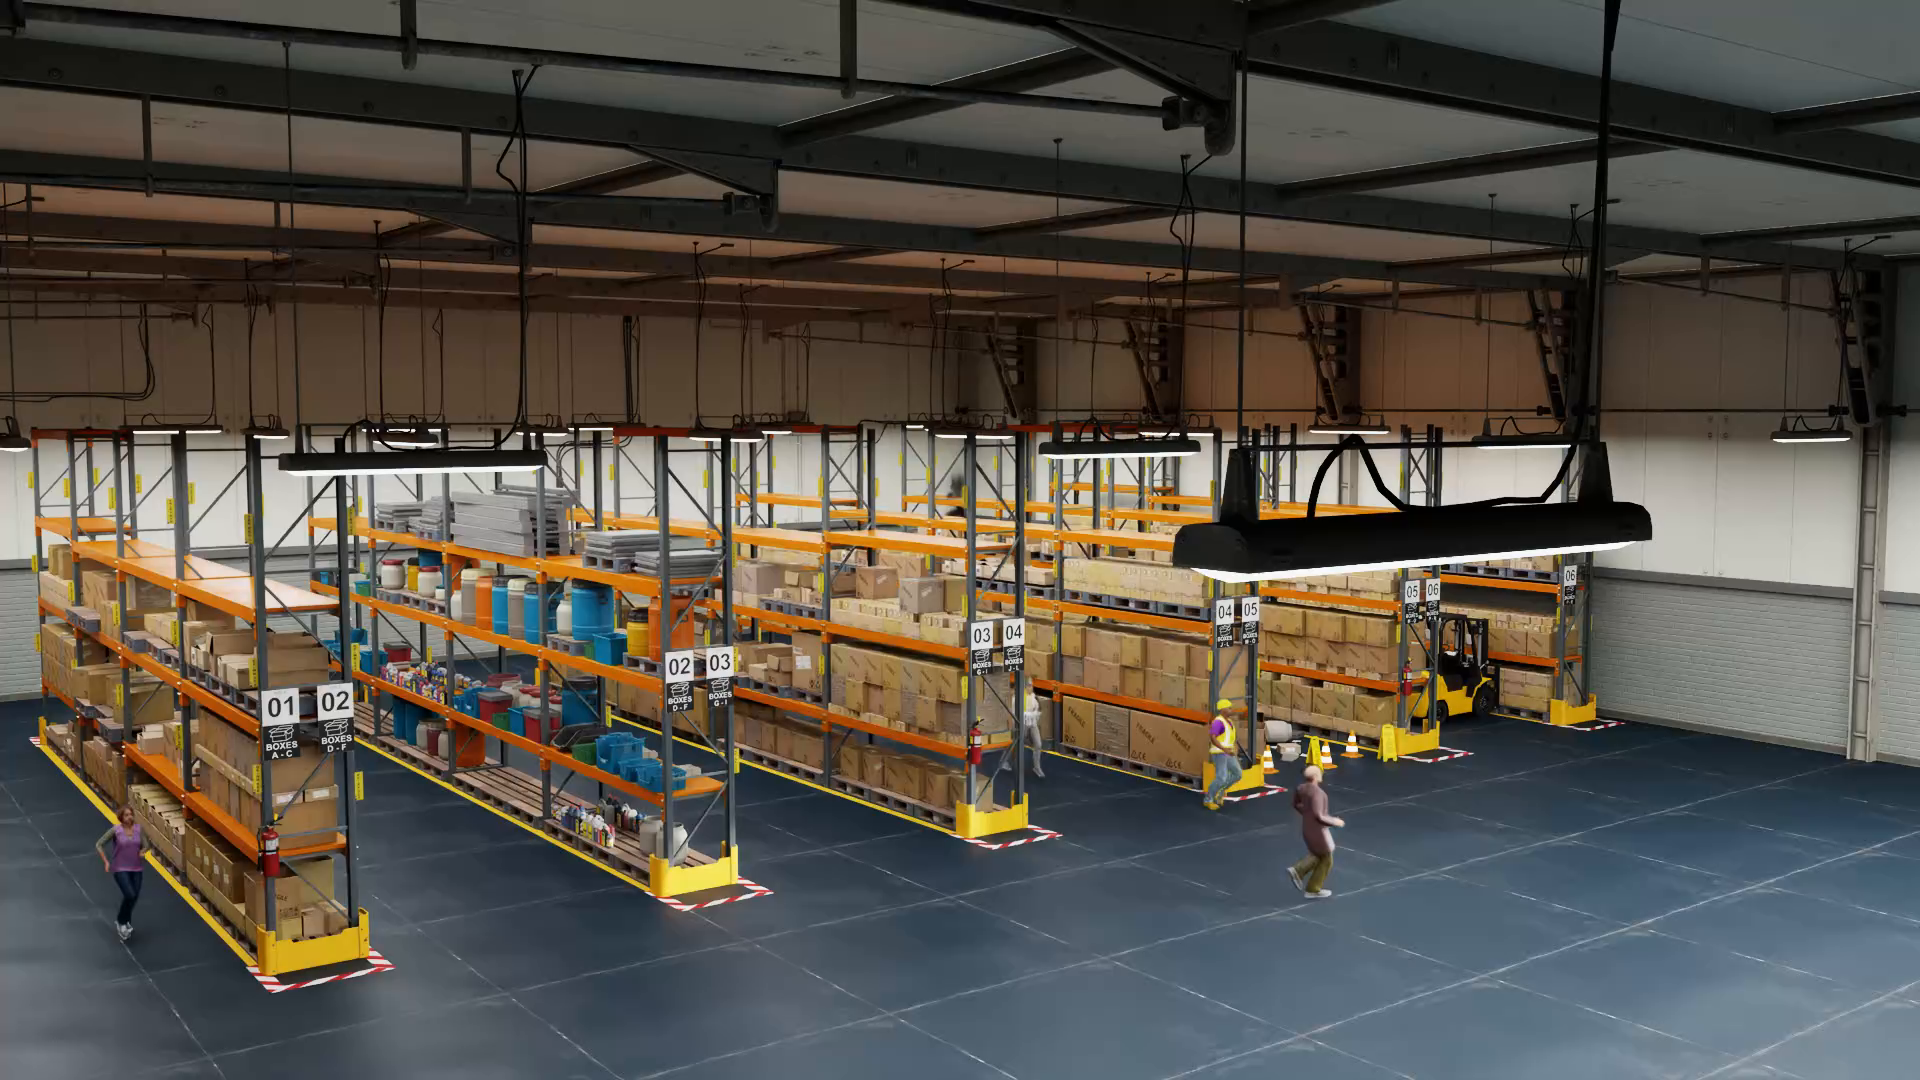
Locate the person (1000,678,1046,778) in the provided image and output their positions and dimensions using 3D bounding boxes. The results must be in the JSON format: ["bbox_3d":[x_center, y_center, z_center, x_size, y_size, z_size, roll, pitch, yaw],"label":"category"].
[{"bbox_3d":[1.119,3.226,28.819,0.622,1.737,0.891,-4,6,-43],"label":"person"}]

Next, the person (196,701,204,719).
[{"bbox_3d":[-14.317,3.024,31.530,0.758,1.779,0.643,4,6,43],"label":"person"}]

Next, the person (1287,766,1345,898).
[{"bbox_3d":[4.597,3.772,21.531,0.663,1.725,0.706,-1,5,-11],"label":"person"}]

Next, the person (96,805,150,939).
[{"bbox_3d":[-9.955,3.966,19.885,0.656,1.586,0.506,3,6,37],"label":"person"}]

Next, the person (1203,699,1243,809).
[{"bbox_3d":[4.225,3.394,26.478,0.567,1.706,0.766,3,5,32],"label":"person"}]
